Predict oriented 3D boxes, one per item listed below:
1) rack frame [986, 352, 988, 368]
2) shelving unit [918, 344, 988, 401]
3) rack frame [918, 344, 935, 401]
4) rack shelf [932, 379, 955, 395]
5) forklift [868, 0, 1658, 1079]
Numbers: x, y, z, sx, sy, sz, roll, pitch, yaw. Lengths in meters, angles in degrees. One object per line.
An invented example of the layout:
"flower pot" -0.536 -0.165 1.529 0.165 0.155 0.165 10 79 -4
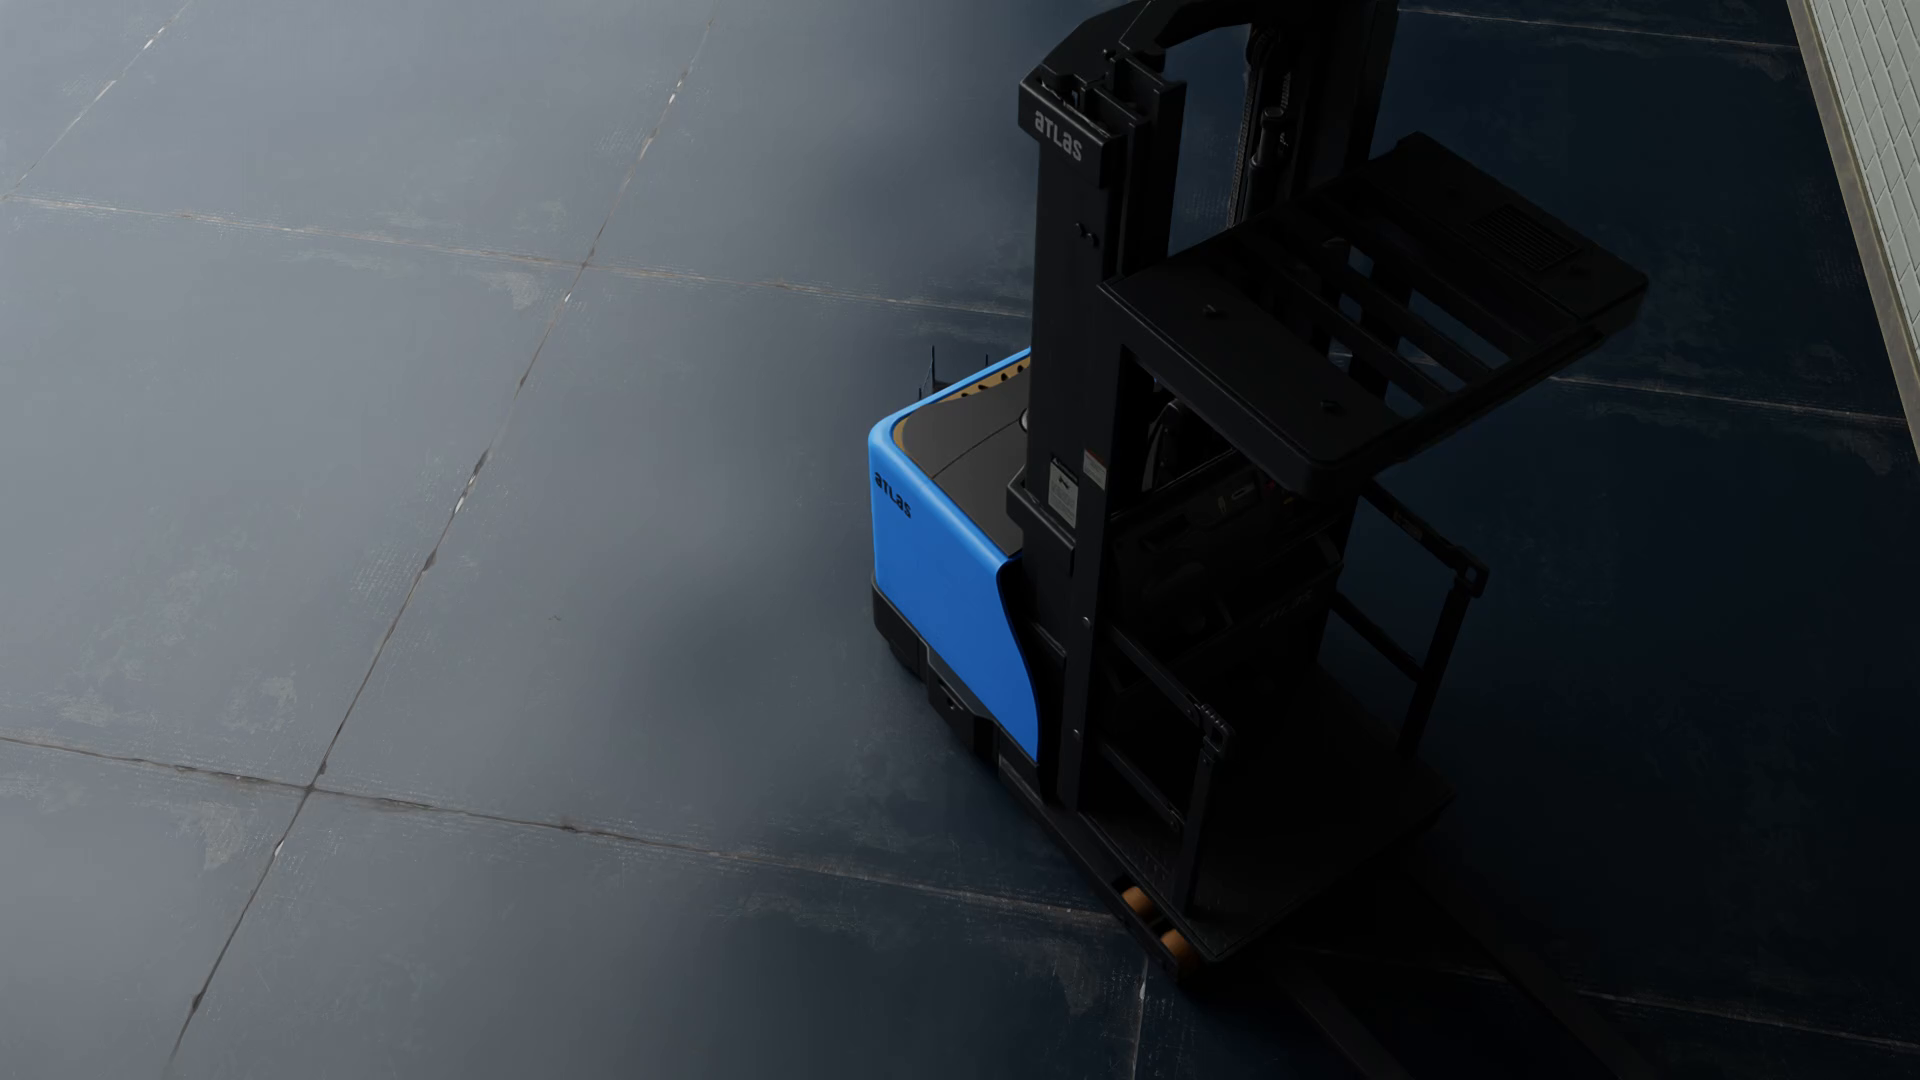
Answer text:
"rack frame" 0.077 -0.305 6.391 0.006 0.900 0.240 9 49 8
"shelving unit" -0.023 -0.321 6.405 0.210 0.900 0.258 9 49 8
"rack frame" -0.122 -0.337 6.420 0.006 0.900 0.240 9 49 8
"rack shelf" -0.023 -0.479 6.229 0.200 0.077 0.258 9 49 8
"forklift" 0.939 0.035 4.720 1.130 2.935 3.031 -28 54 -23
